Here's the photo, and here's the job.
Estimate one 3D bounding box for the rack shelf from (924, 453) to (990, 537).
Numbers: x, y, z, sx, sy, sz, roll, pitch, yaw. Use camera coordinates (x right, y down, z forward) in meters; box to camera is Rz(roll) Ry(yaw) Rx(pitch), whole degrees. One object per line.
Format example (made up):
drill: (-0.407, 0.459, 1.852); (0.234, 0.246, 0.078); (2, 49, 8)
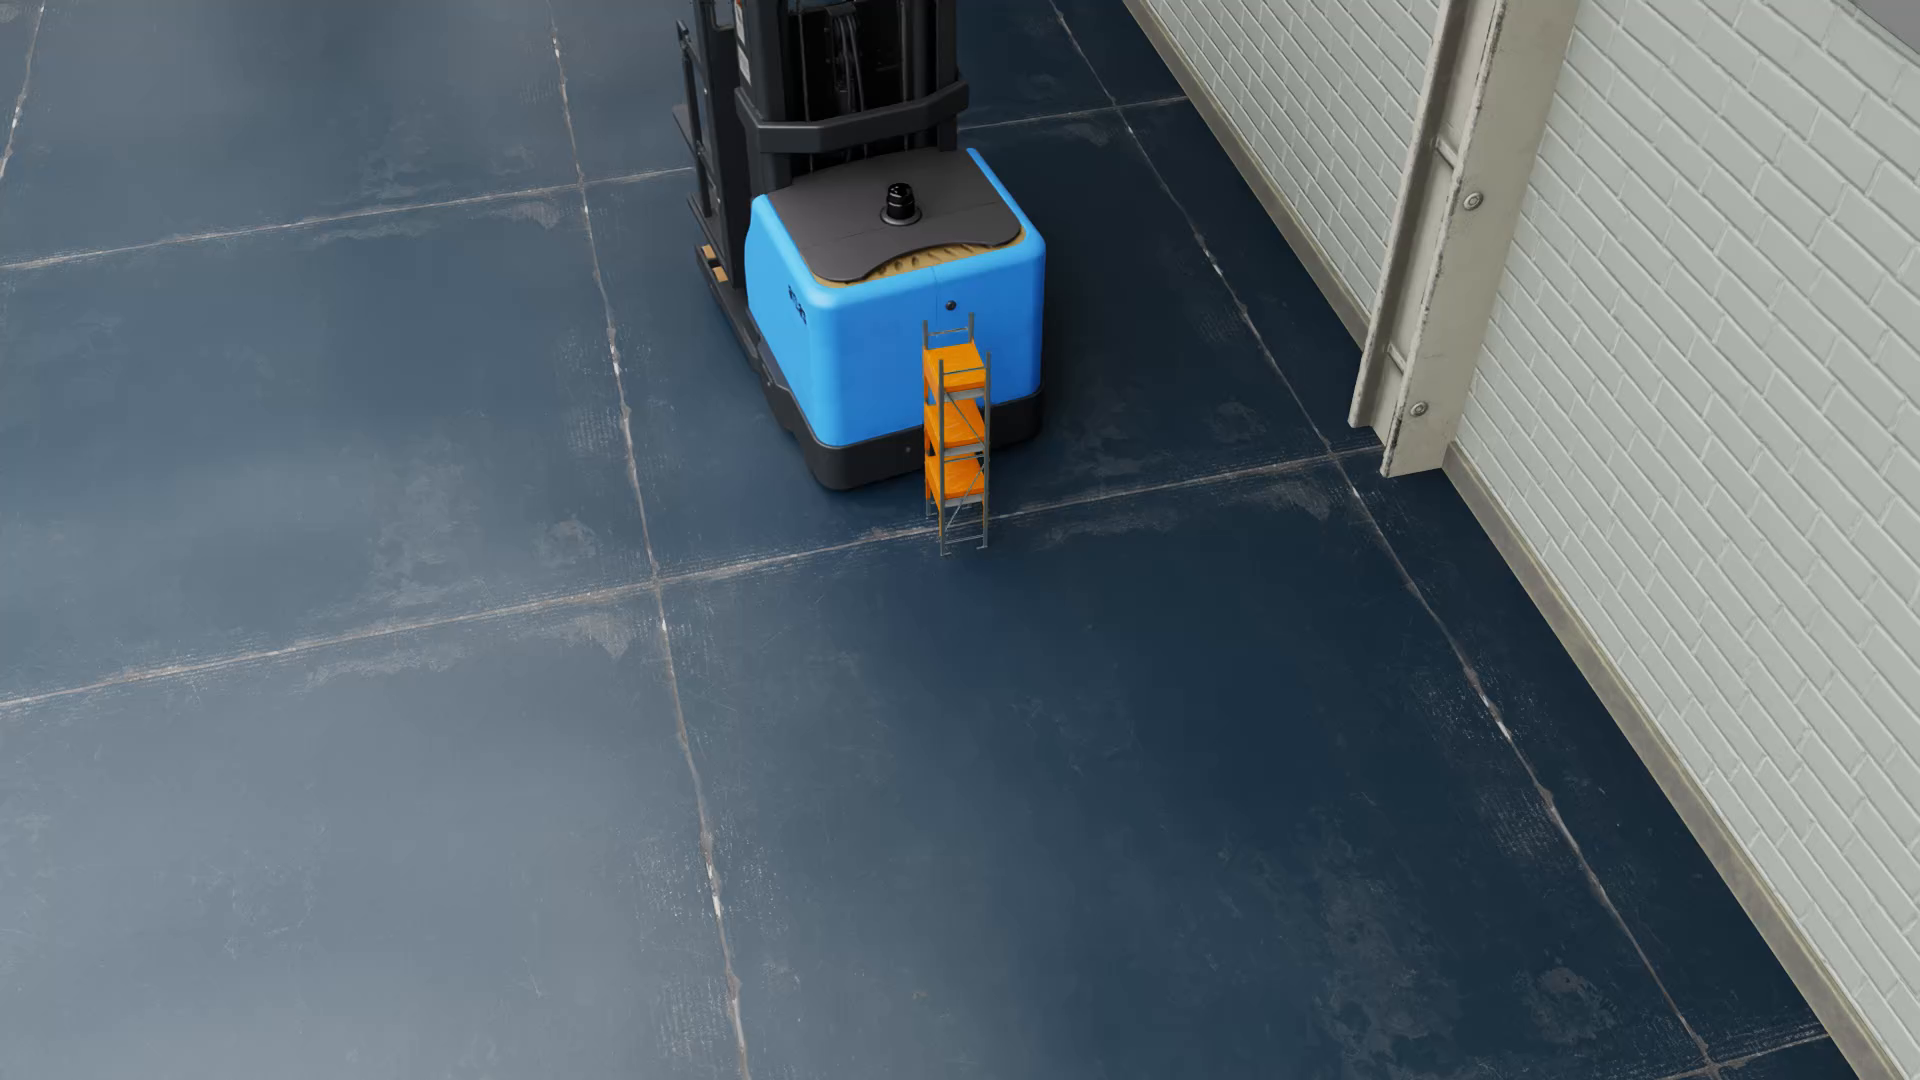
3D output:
rack shelf: (-0.014, -0.202, 6.868); (0.215, 0.259, 0.240); (-11, 47, -10)

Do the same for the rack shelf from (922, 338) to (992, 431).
rack shelf: (-0.014, -0.596, 6.467); (0.215, 0.259, 0.240); (-11, 47, -10)

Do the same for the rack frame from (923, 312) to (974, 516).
rack frame: (-0.045, -0.489, 6.745); (0.200, 1.050, 0.008); (-11, 47, -10)

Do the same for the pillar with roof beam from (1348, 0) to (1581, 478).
pillar with roof beam: (-2.208, -2.798, 3.443); (9.100, 9.000, 0.400); (-11, 47, -10)

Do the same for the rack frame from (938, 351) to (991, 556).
rack frame: (0.017, -0.320, 6.579); (0.200, 1.050, 0.008); (-11, 47, -10)

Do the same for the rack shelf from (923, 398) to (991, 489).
rack shelf: (-0.014, -0.397, 6.670); (0.215, 0.259, 0.240); (-11, 47, -10)

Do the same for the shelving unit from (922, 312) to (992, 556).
shelving unit: (-0.014, -0.404, 6.662); (0.215, 1.050, 0.252); (-11, 47, -10)

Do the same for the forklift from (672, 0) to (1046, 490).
forklift: (-0.665, -2.308, 7.210); (1.130, 2.935, 3.031); (-16, 48, -15)
